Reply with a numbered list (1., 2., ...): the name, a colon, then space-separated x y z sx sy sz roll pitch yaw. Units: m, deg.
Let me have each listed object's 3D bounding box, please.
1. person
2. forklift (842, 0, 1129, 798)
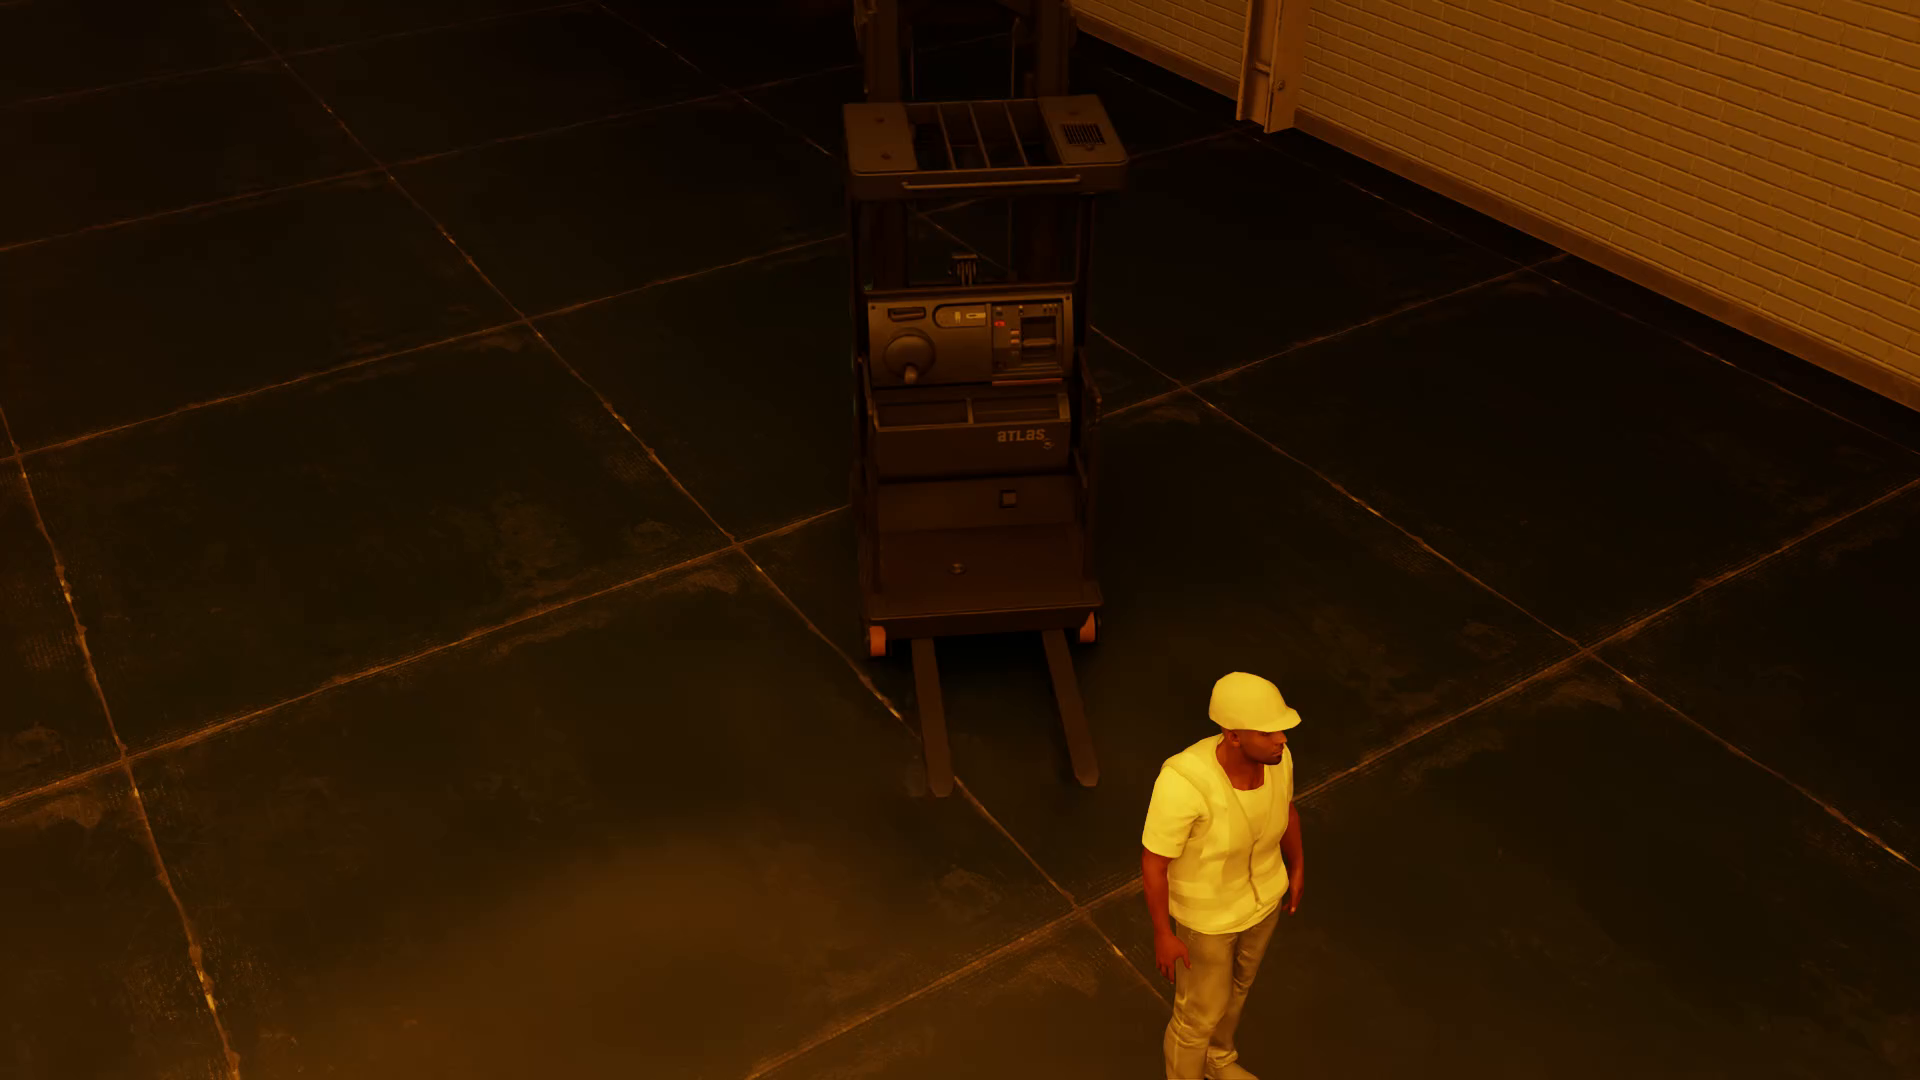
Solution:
1. person: 0.918 1.215 5.419 0.666 1.765 0.577 -23 41 -29
2. forklift: 0.076 -0.849 7.356 1.130 2.935 3.031 -3 35 -5
